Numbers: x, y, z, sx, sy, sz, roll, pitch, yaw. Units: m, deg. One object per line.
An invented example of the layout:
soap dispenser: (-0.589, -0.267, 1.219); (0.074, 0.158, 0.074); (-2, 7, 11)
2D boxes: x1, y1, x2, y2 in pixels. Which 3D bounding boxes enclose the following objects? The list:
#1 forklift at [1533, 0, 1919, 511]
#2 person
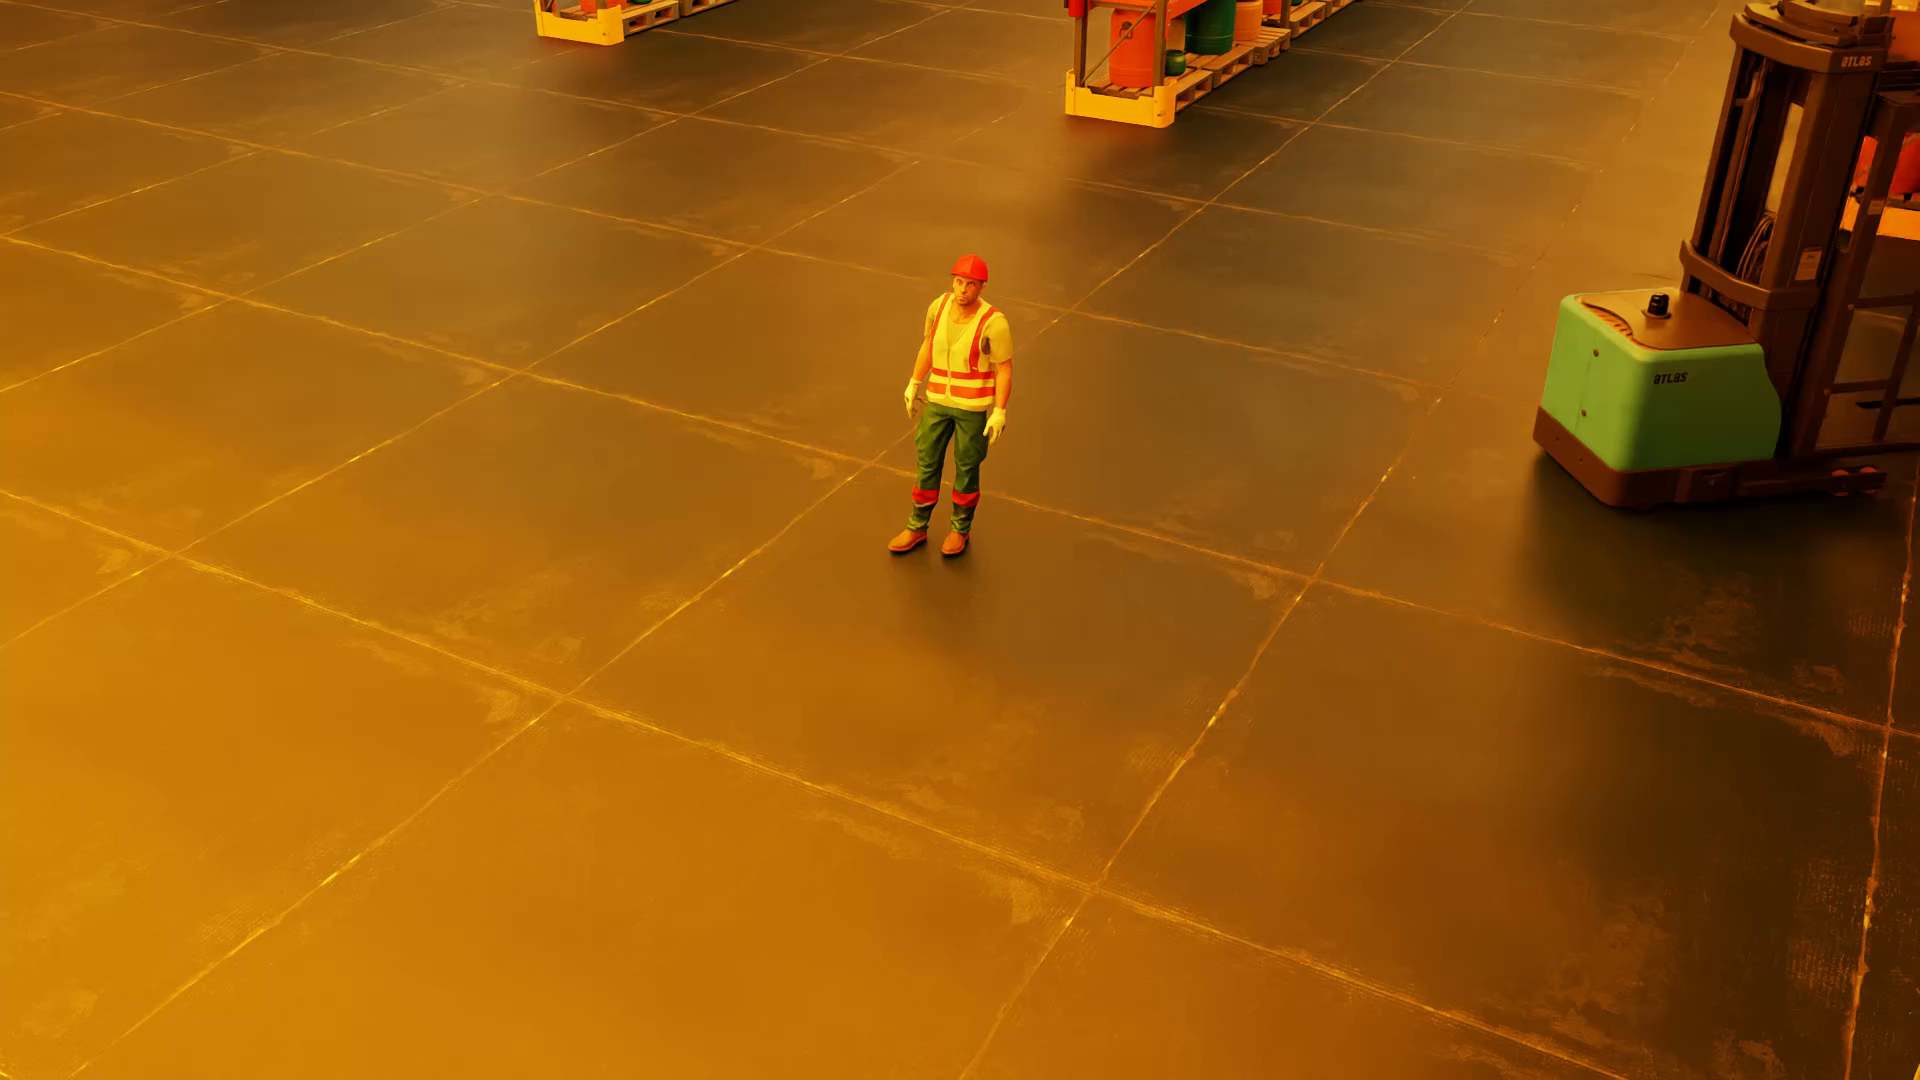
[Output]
forklift: (5.365, -1.798, 10.186); (3.031, 2.935, 1.130); (-5, 30, -9)
person: (-0.050, -0.749, 9.497); (0.637, 1.787, 0.564); (15, 33, 25)
